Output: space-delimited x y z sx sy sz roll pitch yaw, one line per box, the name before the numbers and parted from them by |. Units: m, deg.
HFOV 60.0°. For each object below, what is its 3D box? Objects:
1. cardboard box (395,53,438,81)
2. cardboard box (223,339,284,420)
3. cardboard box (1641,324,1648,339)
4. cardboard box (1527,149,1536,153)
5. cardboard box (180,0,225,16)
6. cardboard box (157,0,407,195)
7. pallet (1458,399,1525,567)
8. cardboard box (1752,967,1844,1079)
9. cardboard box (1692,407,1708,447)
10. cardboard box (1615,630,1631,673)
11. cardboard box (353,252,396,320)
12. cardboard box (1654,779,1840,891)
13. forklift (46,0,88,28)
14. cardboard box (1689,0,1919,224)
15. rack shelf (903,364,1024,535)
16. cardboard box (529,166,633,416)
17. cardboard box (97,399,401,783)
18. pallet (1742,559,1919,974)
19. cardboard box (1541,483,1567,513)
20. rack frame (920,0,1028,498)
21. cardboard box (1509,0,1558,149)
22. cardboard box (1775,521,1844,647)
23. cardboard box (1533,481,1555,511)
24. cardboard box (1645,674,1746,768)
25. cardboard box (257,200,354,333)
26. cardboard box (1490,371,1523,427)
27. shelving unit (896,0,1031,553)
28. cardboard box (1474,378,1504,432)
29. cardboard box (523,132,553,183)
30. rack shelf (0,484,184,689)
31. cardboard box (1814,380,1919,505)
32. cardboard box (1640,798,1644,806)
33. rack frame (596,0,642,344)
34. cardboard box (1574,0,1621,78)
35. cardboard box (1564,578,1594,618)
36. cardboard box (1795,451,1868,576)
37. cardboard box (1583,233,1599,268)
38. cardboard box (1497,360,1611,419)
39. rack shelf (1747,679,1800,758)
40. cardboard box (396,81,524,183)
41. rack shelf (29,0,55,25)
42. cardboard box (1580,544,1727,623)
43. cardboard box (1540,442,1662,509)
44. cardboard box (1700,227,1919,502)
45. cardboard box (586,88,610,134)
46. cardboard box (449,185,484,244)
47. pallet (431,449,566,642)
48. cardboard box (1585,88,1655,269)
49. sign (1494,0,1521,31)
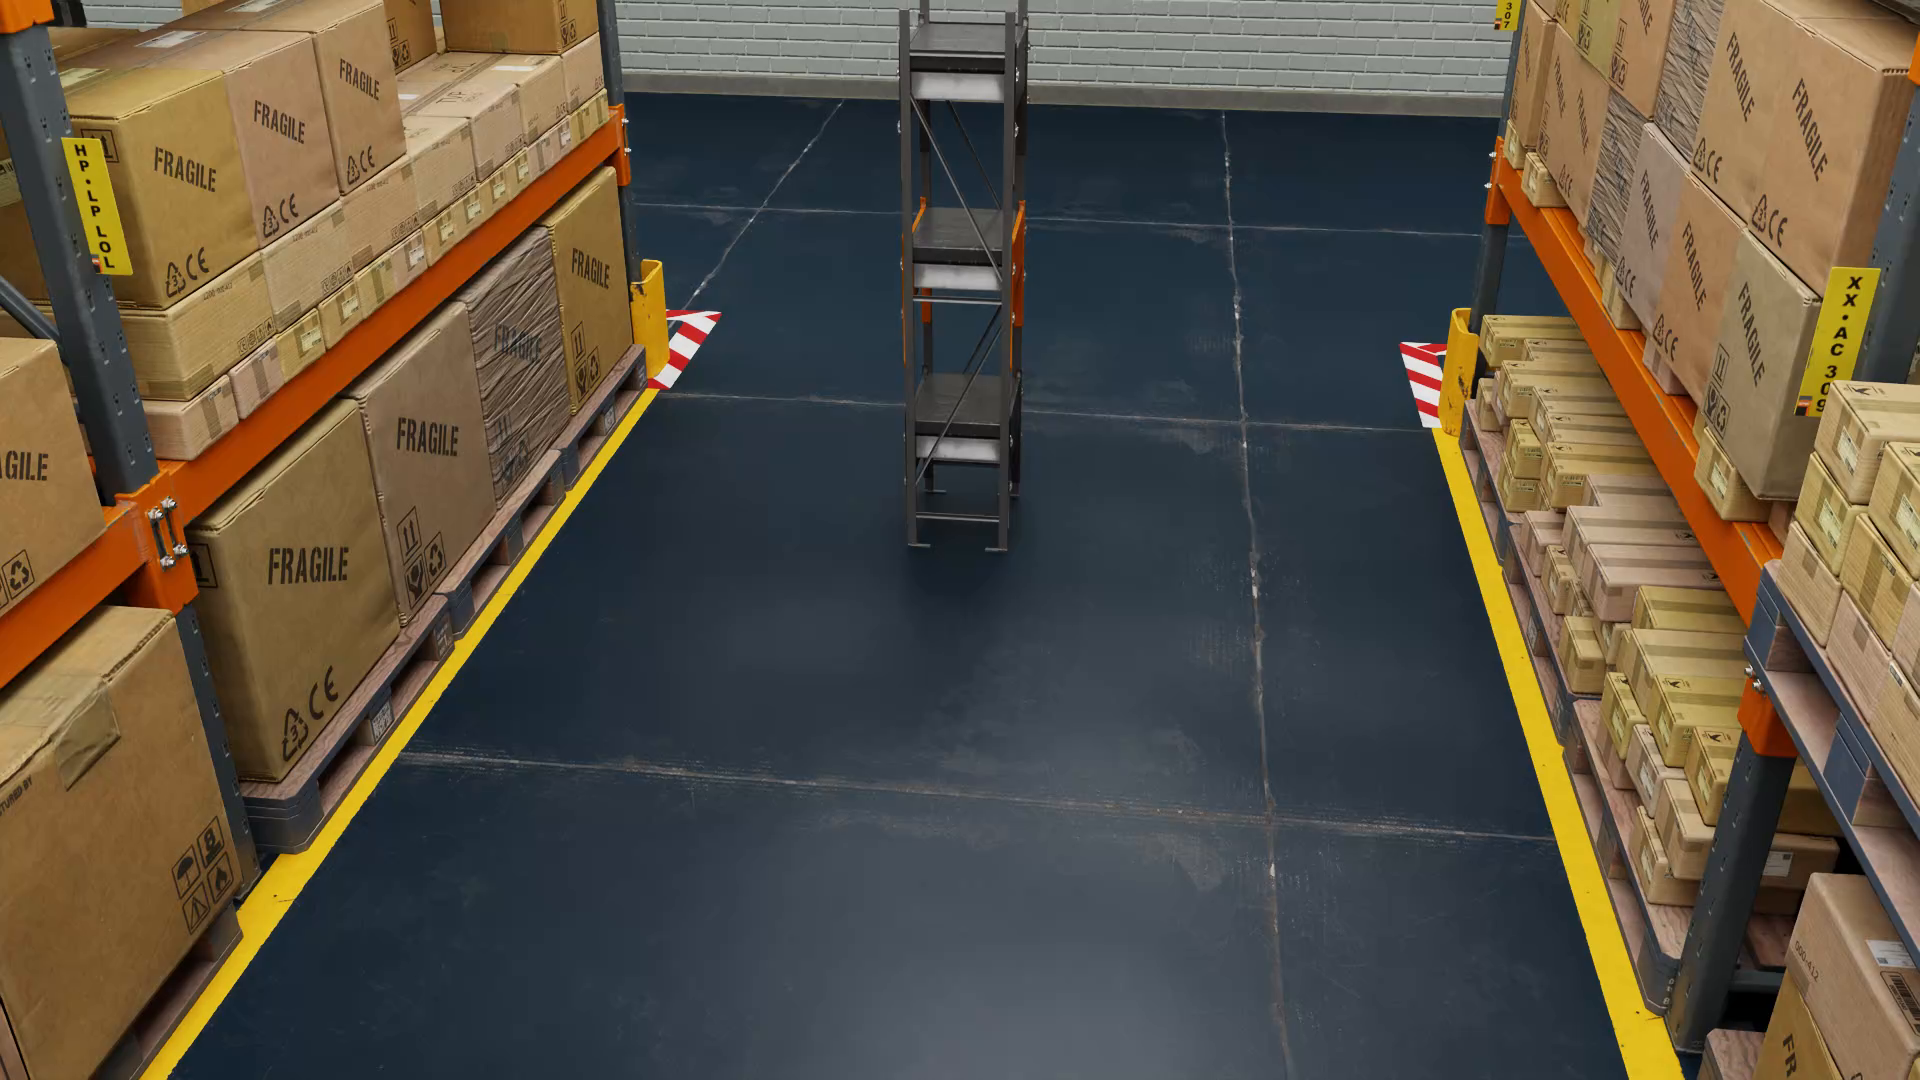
cardboard box | -2.456 -1.823 6.815 0.500 0.250 0.500 3 28 6
cardboard box | -2.164 -0.463 4.712 0.380 0.149 0.250 2 28 5
cardboard box | 2.310 -0.648 5.055 0.380 0.149 0.250 3 28 5
cardboard box | 2.483 -1.511 6.657 0.380 0.149 0.250 4 29 8
cardboard box | -2.518 -1.919 6.202 0.500 0.500 0.500 3 28 5
cardboard box | -2.123 -1.413 5.263 0.500 0.500 0.500 2 28 5
pallet | 2.694 -0.234 6.961 1.003 0.211 1.213 3 28 6
cardboard box | 1.994 1.253 3.454 0.500 0.500 0.500 4 29 8
cardboard box | 2.166 -0.282 4.376 0.380 0.149 0.250 4 29 8
cardboard box | 2.235 0.410 5.075 0.380 0.149 0.250 4 29 7
cardboard box | -2.071 -0.832 5.396 0.380 0.149 0.250 3 28 5
cardboard box | 2.071 0.778 4.393 0.380 0.149 0.250 4 29 7
forklift | -4.469 -1.880 7.149 1.130 2.935 3.031 1 28 3
cardboard box | 2.195 -1.090 4.138 0.500 0.500 0.500 2 28 5
rack shelf | 0.020 -0.374 6.735 0.431 0.518 0.480 3 28 6
cardboard box | -2.071 -1.157 7.532 0.875 0.875 0.875 3 28 6
cardboard box | -2.402 0.114 5.173 0.875 0.875 0.875 3 28 6
pallet | 2.110 0.441 2.971 1.003 0.211 1.213 3 28 6
cardboard box | 2.410 -0.216 6.237 0.380 0.149 0.250 2 28 4
rack frame | 0.050 -1.117 6.610 0.400 2.100 0.015 3 28 6
cardboard box | 2.509 -1.857 6.616 0.500 0.500 0.500 5 29 9
cardboard box | 1.843 0.090 3.243 0.380 0.149 0.250 2 28 4
cardboard box | 2.405 -0.094 6.326 0.380 0.149 0.250 3 29 6
cardboard box | 2.125 0.509 4.579 0.380 0.149 0.250 4 29 7
cardboard box | -2.179 -0.835 4.982 0.500 0.250 0.500 3 28 6
cardboard box | 2.429 -0.581 6.915 0.380 0.149 0.250 3 28 6
shelving unit | 0.020 -1.002 6.397 0.431 2.100 0.503 3 28 6
cardboard box | 2.456 -0.579 7.226 0.380 0.149 0.250 4 29 7
cardboard box | -1.883 -1.557 6.743 0.380 0.149 0.250 4 29 7
rack shelf | -2.808 0.928 2.624 1.077 0.370 4.000 3 28 6
cardboard box | 1.843 -0.172 3.102 0.380 0.149 0.250 5 29 9
cardboard box | 2.172 0.754 4.751 0.380 0.149 0.250 4 29 8
rack frame | -2.072 -2.213 7.696 1.000 3.000 0.127 3 28 6
cardboard box | 2.378 -1.815 5.484 0.500 0.500 0.500 3 28 5
cardboard box | 2.283 0.265 5.658 0.380 0.149 0.250 4 29 7
cardboard box | 1.843 -0.041 3.172 0.380 0.149 0.250 4 29 7
cardboard box | 2.385 -1.017 5.740 0.380 0.149 0.250 3 28 5
cardboard box | 2.364 -0.594 6.626 0.380 0.149 0.250 3 28 6
rack shelf | 2.103 1.264 2.001 1.077 0.370 4.000 3 28 6
cardboard box | -1.993 -1.556 6.321 0.500 0.250 0.500 2 28 4
rack shelf | -2.317 -2.276 5.407 1.077 0.370 4.000 3 28 6
cardboard box | 2.199 0.140 5.262 0.380 0.149 0.250 2 28 4
cardboard box | 2.295 -0.222 5.935 0.380 0.149 0.250 4 29 7
cardboard box | 2.127 -0.414 3.936 0.500 0.500 0.500 3 28 6
cardboard box | -1.789 -1.916 7.409 0.380 0.149 0.250 4 29 7
cardboard box | -1.977 -1.196 6.073 0.380 0.149 0.250 4 29 7
pallet | -2.245 -0.032 6.587 1.003 0.211 1.213 3 28 6
cardboard box | 2.339 -1.134 5.273 0.500 0.500 0.500 3 28 5
sign | 2.299 -2.290 6.925 0.100 0.325 0.005 3 28 6
